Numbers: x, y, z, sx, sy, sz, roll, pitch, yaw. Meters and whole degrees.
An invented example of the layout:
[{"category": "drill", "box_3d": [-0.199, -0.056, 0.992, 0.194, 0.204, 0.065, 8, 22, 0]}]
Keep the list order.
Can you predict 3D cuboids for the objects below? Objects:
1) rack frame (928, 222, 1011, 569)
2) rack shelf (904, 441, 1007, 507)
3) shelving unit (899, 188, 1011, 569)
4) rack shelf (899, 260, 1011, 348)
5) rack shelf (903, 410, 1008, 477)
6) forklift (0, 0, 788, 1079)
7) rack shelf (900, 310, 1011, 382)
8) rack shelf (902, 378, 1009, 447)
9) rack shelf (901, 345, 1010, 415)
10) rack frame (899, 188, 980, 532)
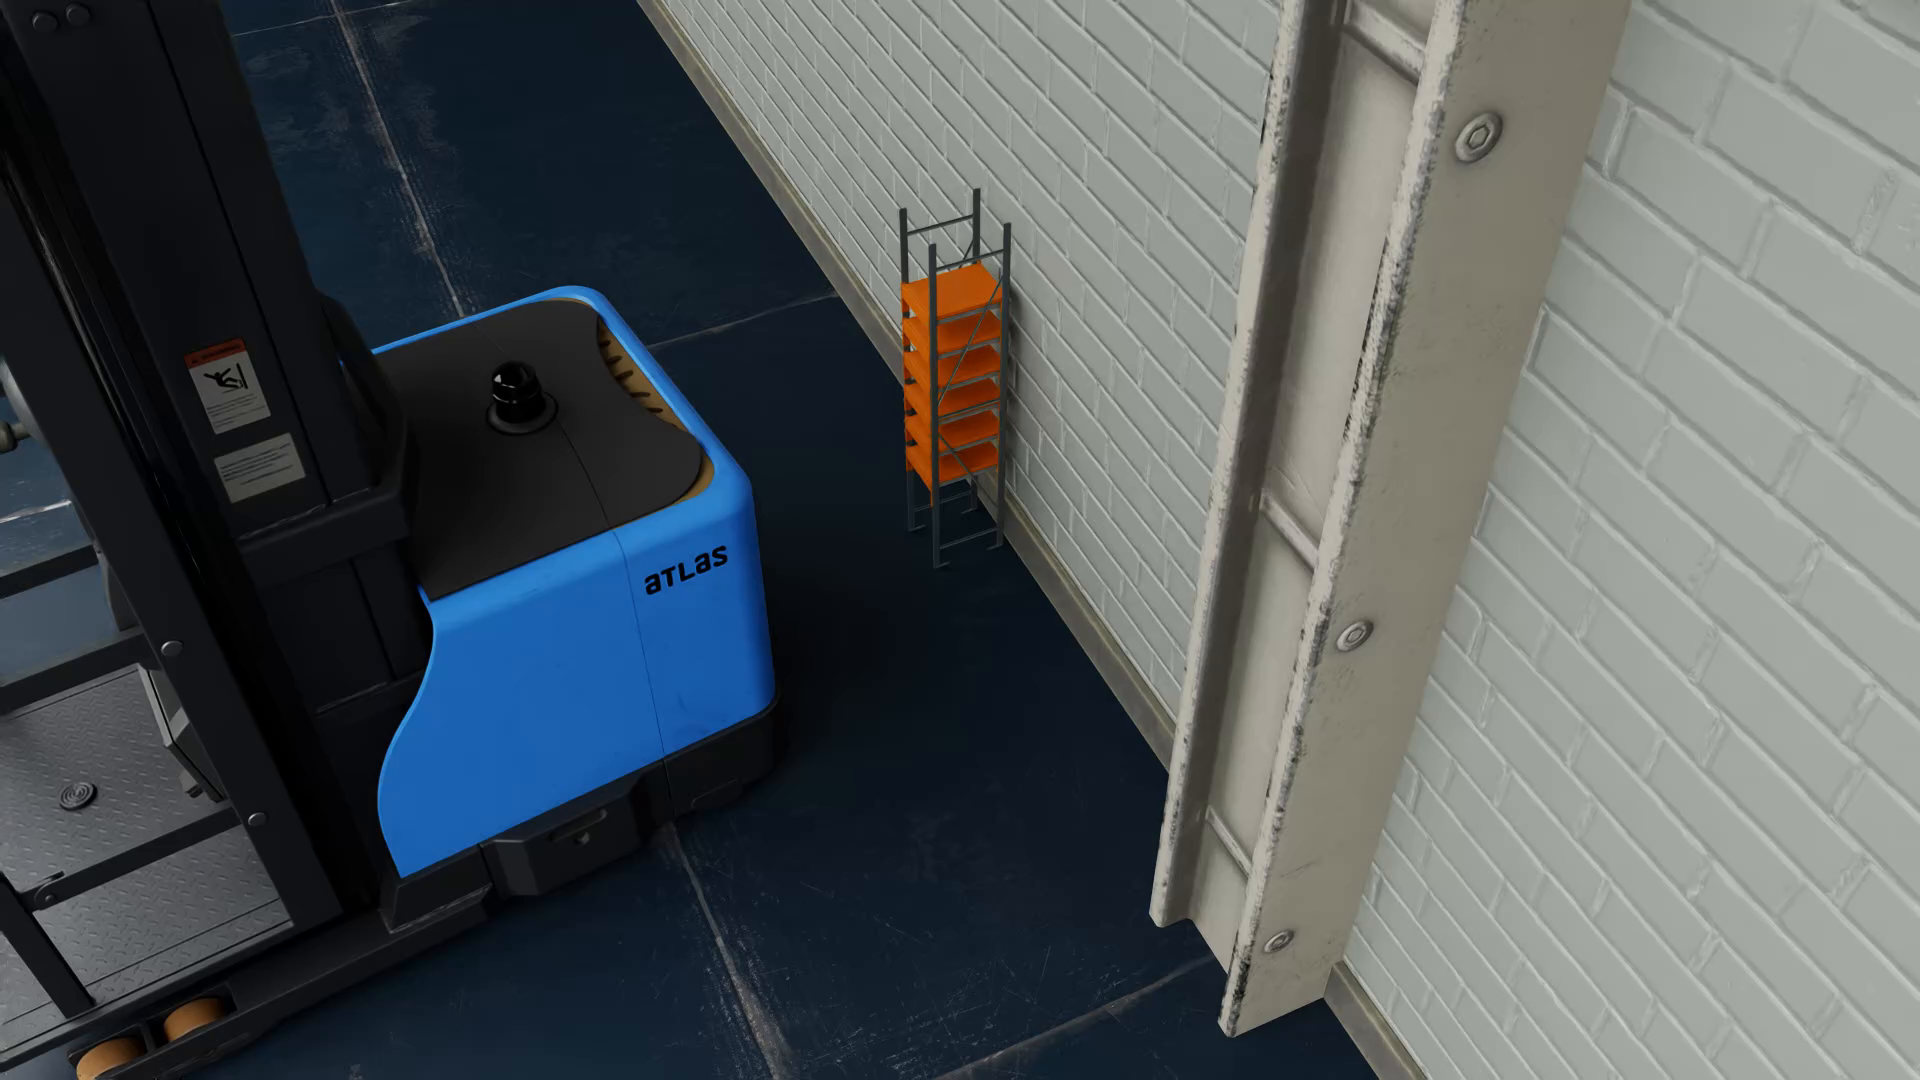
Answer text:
[{"category": "rack frame", "box_3d": [0.026, -0.374, 4.775, 0.240, 1.200, 0.006, -19, 48, -18]}, {"category": "rack shelf", "box_3d": [-0.014, -0.230, 5.034, 0.258, 0.103, 0.180, -19, 48, -18]}, {"category": "shelving unit", "box_3d": [-0.014, -0.432, 4.834, 0.258, 1.200, 0.189, -19, 48, -18]}, {"category": "rack shelf", "box_3d": [-0.014, -0.657, 4.612, 0.258, 0.103, 0.180, -19, 48, -18]}, {"category": "rack shelf", "box_3d": [-0.014, -0.315, 4.949, 0.258, 0.103, 0.180, -19, 48, -18]}, {"category": "forklift", "box_3d": [-1.994, -0.144, 3.309, 3.031, 2.935, 1.130, -24, 49, -22]}, {"category": "rack shelf", "box_3d": [-0.014, -0.571, 4.696, 0.258, 0.103, 0.180, -19, 48, -18]}, {"category": "rack shelf", "box_3d": [-0.014, -0.401, 4.865, 0.258, 0.103, 0.180, -19, 48, -18]}, {"category": "rack shelf", "box_3d": [-0.014, -0.486, 4.781, 0.258, 0.103, 0.180, -19, 48, -18]}, {"category": "rack frame", "box_3d": [-0.054, -0.490, 4.892, 0.240, 1.200, 0.006, -19, 48, -18]}]
